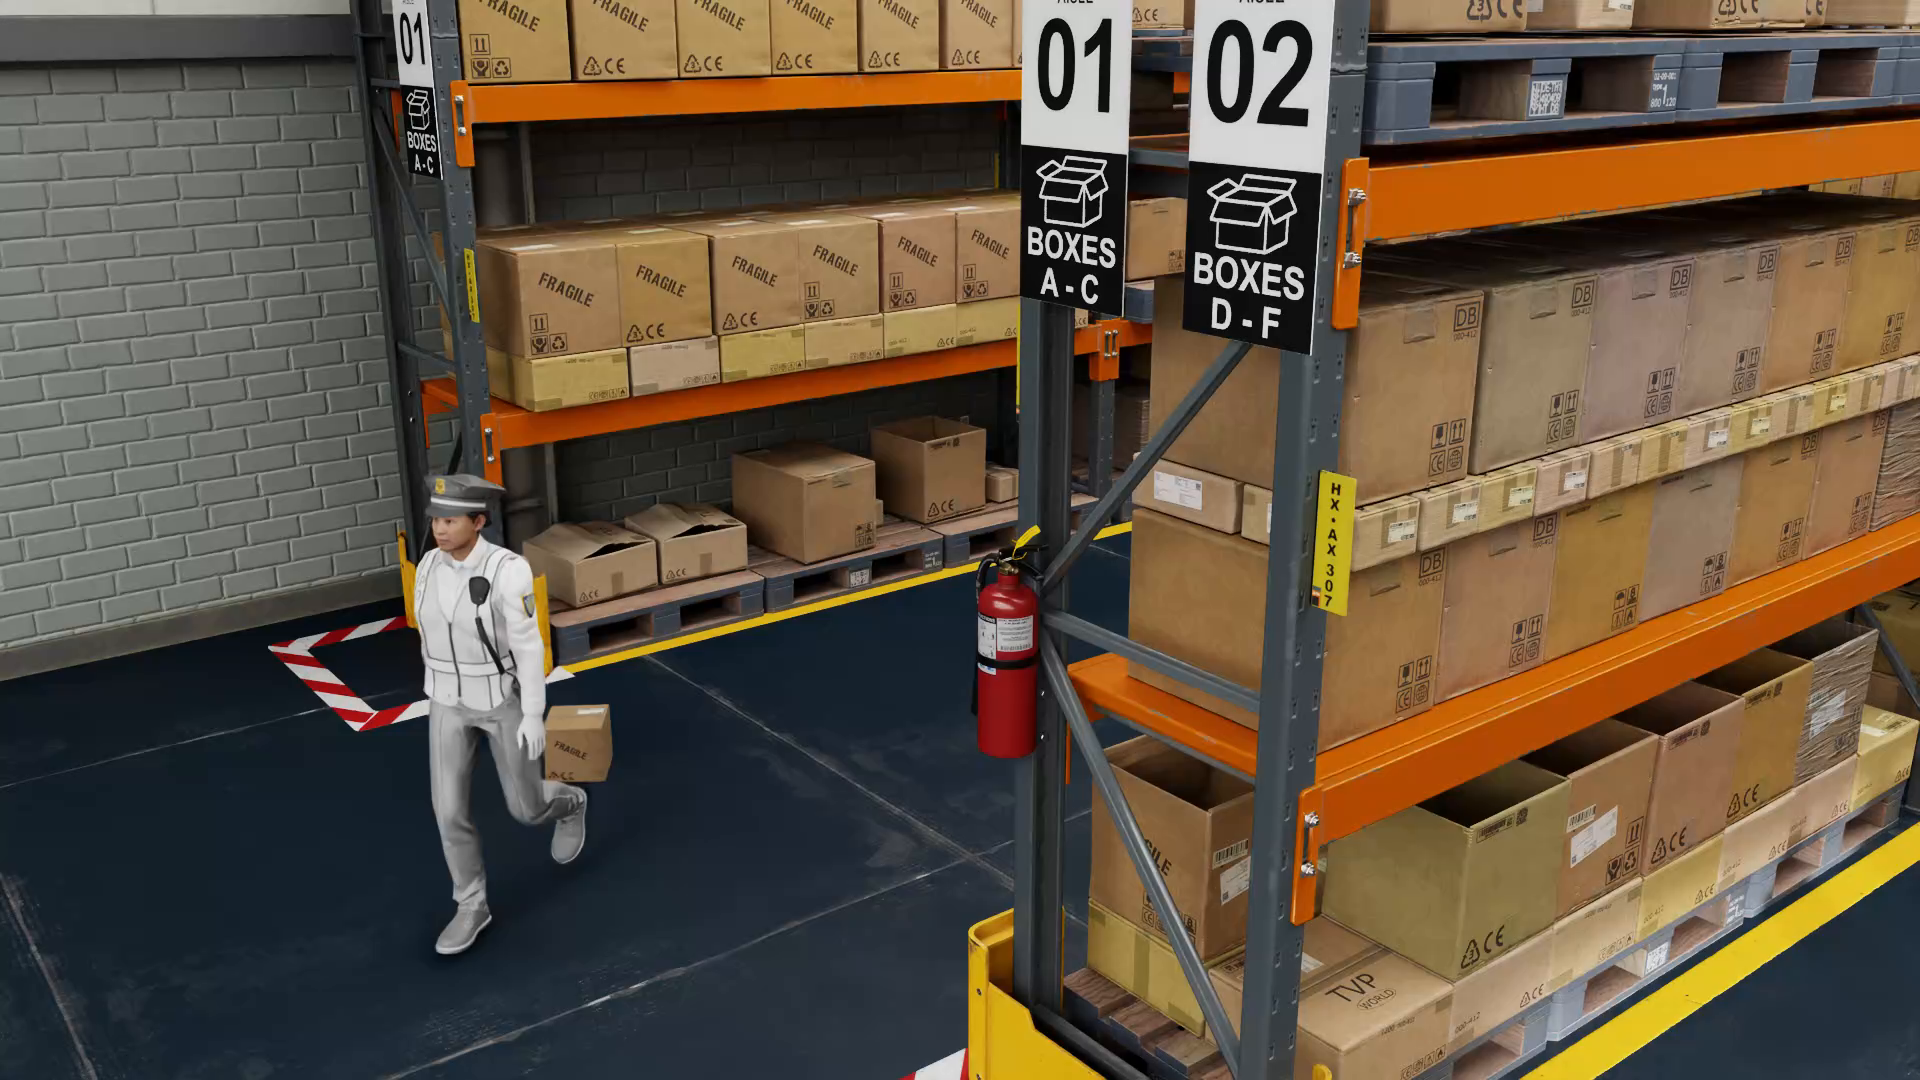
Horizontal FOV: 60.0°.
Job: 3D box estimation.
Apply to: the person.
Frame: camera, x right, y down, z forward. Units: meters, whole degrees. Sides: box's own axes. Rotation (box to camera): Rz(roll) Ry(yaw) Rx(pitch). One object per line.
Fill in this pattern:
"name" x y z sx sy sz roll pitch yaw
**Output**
"person" -1.643 0.165 5.597 0.367 0.828 0.329 4 18 12
